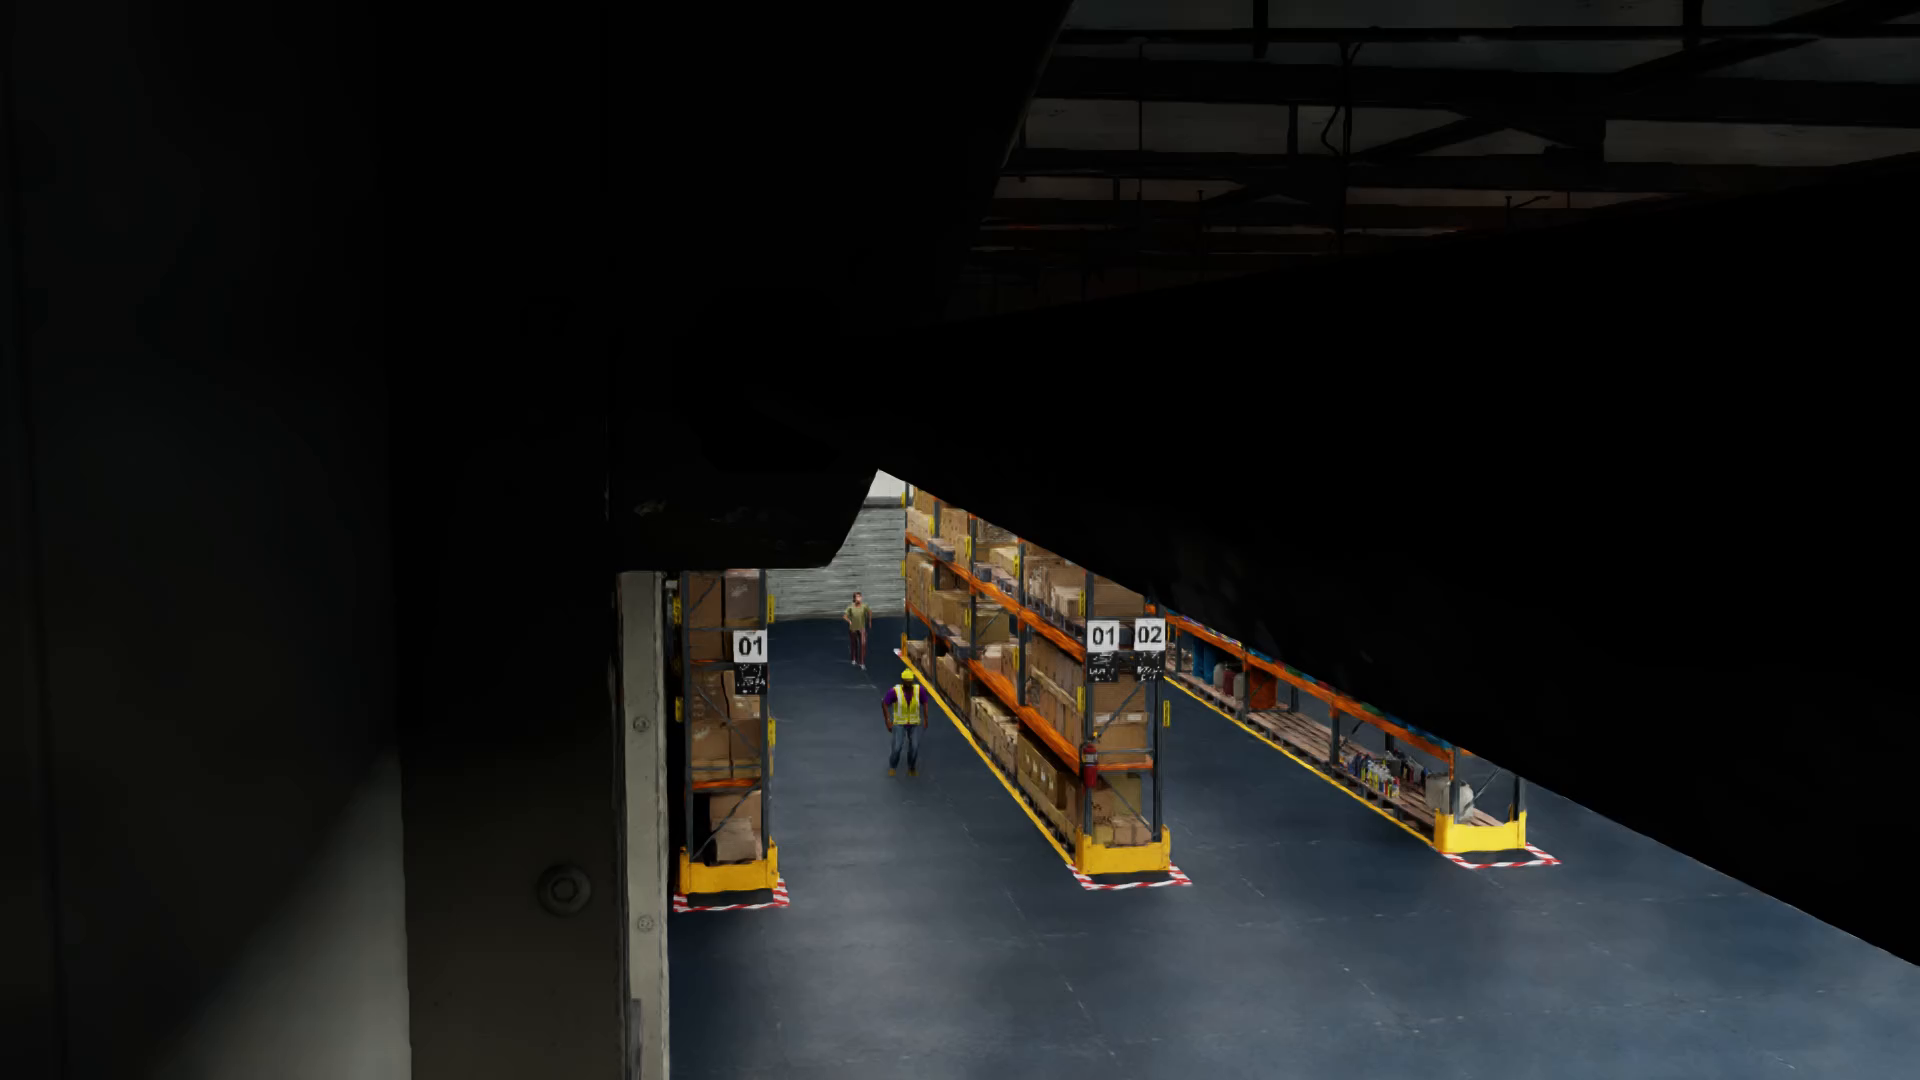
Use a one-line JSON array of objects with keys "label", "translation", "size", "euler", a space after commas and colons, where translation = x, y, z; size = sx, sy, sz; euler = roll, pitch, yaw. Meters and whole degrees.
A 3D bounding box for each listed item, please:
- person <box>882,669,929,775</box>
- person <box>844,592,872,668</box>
[{"label": "person", "translation": [-0.838, 2.823, 25.708], "size": [0.719, 1.714, 0.578], "euler": [-1, 6, -12]}, {"label": "person", "translation": [-2.168, 1.877, 35.265], "size": [0.603, 1.600, 0.799], "euler": [0, 6, -5]}]
